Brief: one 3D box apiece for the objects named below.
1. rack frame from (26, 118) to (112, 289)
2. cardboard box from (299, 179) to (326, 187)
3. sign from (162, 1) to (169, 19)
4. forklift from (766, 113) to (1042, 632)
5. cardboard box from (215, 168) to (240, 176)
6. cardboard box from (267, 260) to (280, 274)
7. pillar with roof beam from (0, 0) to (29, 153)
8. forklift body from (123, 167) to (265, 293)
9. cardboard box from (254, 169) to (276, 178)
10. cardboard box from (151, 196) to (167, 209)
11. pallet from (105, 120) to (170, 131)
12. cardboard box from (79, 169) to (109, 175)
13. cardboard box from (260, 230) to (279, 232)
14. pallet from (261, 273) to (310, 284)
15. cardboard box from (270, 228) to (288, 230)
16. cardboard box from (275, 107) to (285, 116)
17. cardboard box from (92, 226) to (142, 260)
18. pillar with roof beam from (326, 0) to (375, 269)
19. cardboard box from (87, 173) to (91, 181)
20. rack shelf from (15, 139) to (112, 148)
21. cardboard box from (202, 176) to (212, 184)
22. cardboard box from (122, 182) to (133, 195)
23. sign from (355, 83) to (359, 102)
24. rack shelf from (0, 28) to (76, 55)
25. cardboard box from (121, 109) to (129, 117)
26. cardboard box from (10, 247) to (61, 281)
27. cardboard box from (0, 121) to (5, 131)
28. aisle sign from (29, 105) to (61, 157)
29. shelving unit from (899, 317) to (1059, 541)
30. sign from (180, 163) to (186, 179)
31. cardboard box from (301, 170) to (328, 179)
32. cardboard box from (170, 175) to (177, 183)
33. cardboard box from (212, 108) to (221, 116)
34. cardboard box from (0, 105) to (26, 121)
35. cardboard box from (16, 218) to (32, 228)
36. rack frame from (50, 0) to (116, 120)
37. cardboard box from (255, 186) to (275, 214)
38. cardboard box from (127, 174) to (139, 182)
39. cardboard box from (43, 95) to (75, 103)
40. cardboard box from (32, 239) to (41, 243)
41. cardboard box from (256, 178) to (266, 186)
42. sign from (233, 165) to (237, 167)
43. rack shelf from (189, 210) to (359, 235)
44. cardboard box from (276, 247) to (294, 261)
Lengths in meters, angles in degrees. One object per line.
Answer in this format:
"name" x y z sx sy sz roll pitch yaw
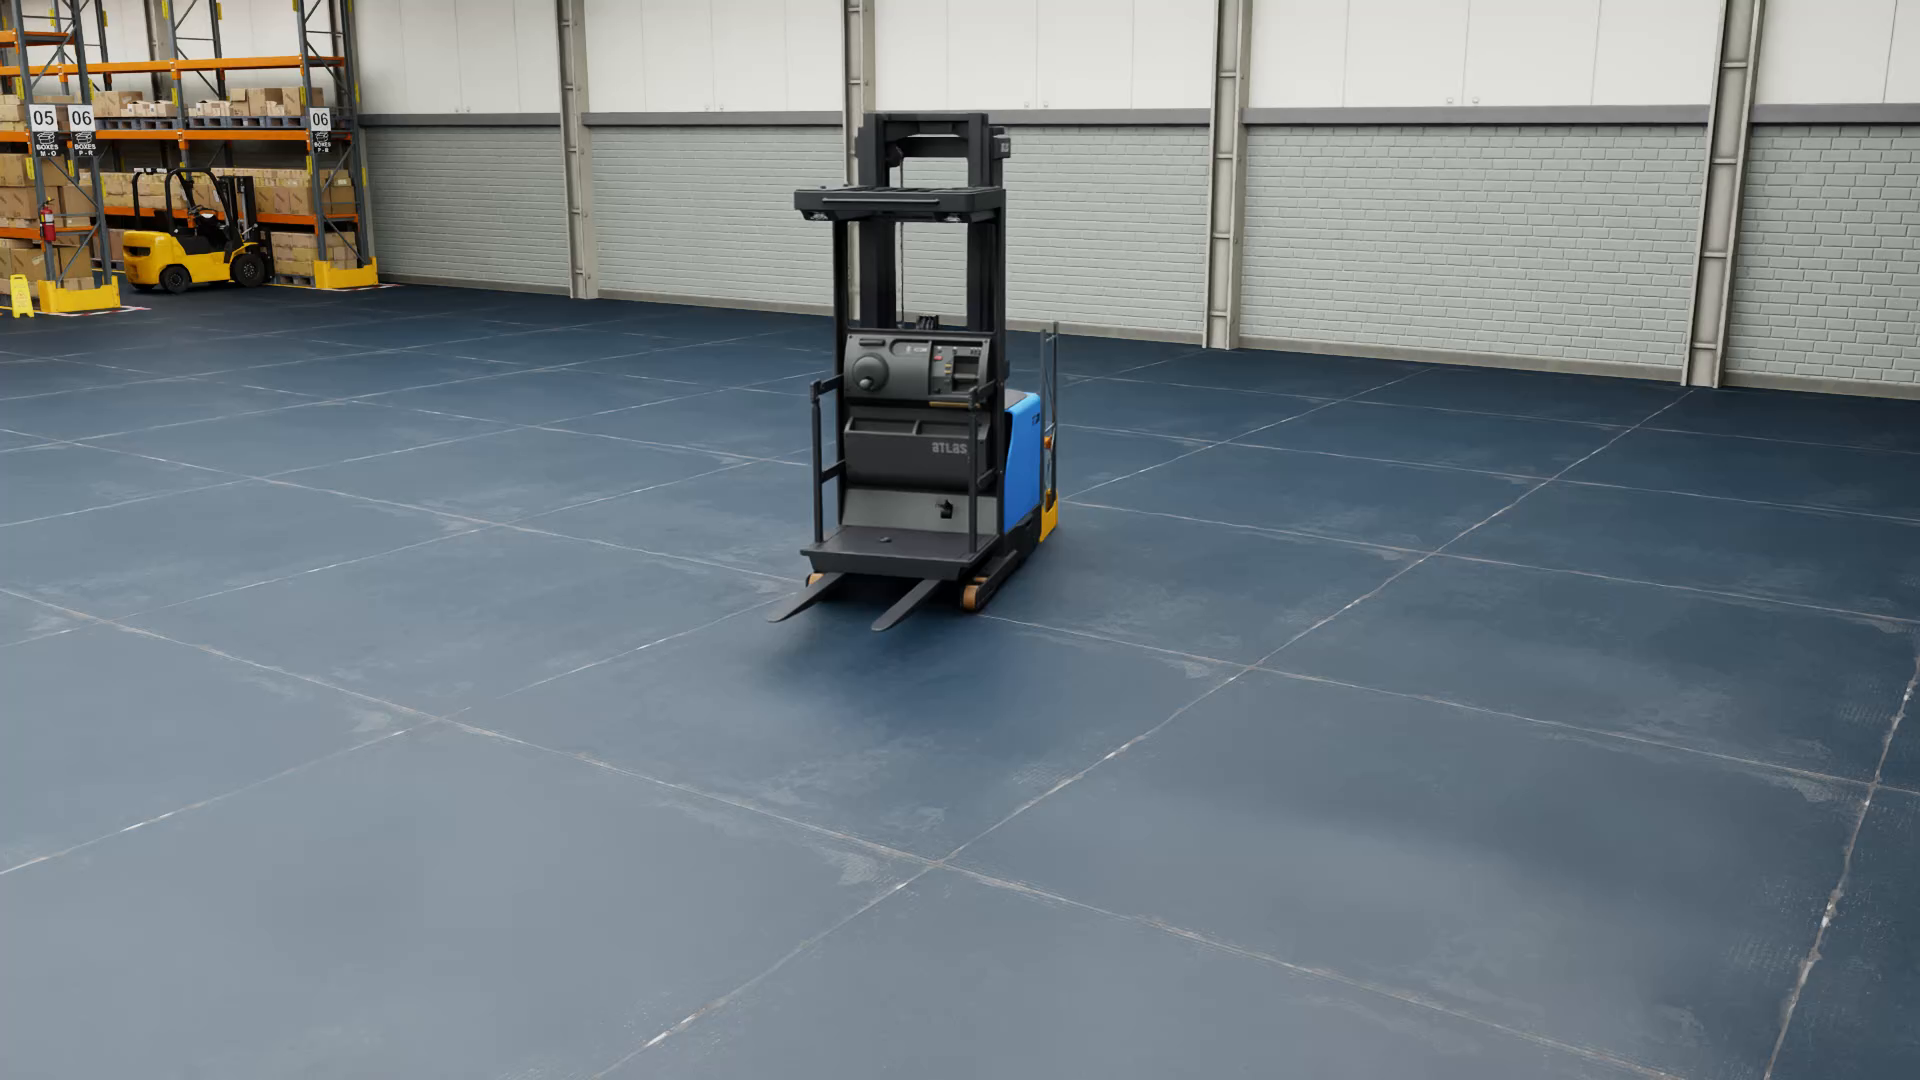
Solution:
"rack frame" -14.148 -5.178 26.500 0.127 3.000 1.000 9 17 33
"cardboard box" -11.825 -6.523 30.372 0.250 0.149 0.380 9 17 34
"sign" -14.993 -9.999 31.380 0.005 0.325 0.100 9 17 33
"forklift" -0.325 -1.092 10.135 1.130 2.935 3.031 4 14 15
"cardboard box" -13.960 -7.006 31.707 0.250 0.149 0.380 10 17 34
"cardboard box" -12.764 -5.175 31.335 0.500 0.250 0.500 9 17 33
"pillar with roof beam" -23.815 -10.105 33.915 0.400 9.000 9.100 9 17 33
"forklift body" -13.972 -5.647 30.159 1.214 2.155 2.313 9 17 33
"cardboard box" -12.910 -6.834 31.009 0.250 0.149 0.380 10 17 34
"cardboard box" -15.684 -6.714 33.015 0.500 0.250 0.500 9 17 32
"pallet" -16.476 -8.383 33.597 1.213 0.211 1.003 10 17 35
"cardboard box" -18.359 -7.594 35.176 0.500 0.500 0.500 10 17 35
"cardboard box" -13.204 -5.725 31.475 0.500 0.250 0.500 9 16 32
"pallet" -13.047 -5.073 31.877 1.213 0.211 1.003 9 17 33
"cardboard box" -13.342 -5.897 32.168 0.500 0.250 0.500 9 17 33
"cardboard box" -12.238 -7.806 30.311 0.250 0.149 0.380 9 16 31
"cardboard box" -17.509 -6.206 34.720 0.625 0.625 0.875 10 17 35
"pillar with roof beam" -13.858 -8.495 27.414 0.400 9.000 9.100 9 17 33
"cardboard box" -17.696 -7.468 34.190 0.250 0.149 0.380 10 17 34
"rack shelf" -19.678 -8.616 35.643 4.000 0.370 1.077 9 17 33
"cardboard box" -14.366 -6.939 32.053 0.250 0.149 0.380 10 17 34
"cardboard box" -16.510 -7.098 33.528 0.500 0.250 0.500 9 17 34
"sign" -11.066 -8.197 30.468 0.005 0.325 0.100 9 17 33
"rack shelf" -15.807 -8.008 26.949 4.000 0.370 1.077 9 17 33
"cardboard box" -16.421 -8.482 33.043 0.250 0.149 0.380 9 16 32
"cardboard box" -14.958 -4.467 26.913 0.500 0.500 0.500 9 17 33
"cardboard box" -15.026 -6.574 26.417 0.250 0.149 0.380 10 17 34
"aisle sign" -14.258 -6.374 25.920 0.004 0.787 0.394 9 17 33
"shelving unit" 0.131 -0.816 12.000 1.083 1.500 0.587 3 14 14
"sign" -14.994 -7.119 32.095 0.005 0.325 0.100 9 17 33
"cardboard box" -11.795 -6.682 30.398 0.250 0.149 0.380 9 17 33
"cardboard box" -15.331 -7.101 32.708 0.250 0.149 0.380 9 16 32
"cardboard box" -13.859 -8.068 31.370 0.250 0.149 0.380 10 17 34
"cardboard box" -14.723 -6.721 26.182 0.500 0.250 0.500 9 16 32
"cardboard box" -14.850 -5.076 26.608 0.250 0.149 0.380 9 16 32
"rack frame" -18.019 -10.154 34.113 0.127 3.000 1.000 9 17 33
"cardboard box" -12.786 -6.371 31.109 0.500 0.500 0.500 9 16 32
"cardboard box" -16.447 -7.255 33.332 0.250 0.149 0.380 9 16 31
"cardboard box" -14.329 -6.988 26.430 0.250 0.149 0.380 9 17 32
"cardboard box" -19.776 -6.451 35.967 0.500 0.500 0.500 8 16 31
"cardboard box" -12.903 -6.690 31.047 0.250 0.149 0.380 9 17 33
"sign" -14.391 -7.275 33.001 0.005 0.325 0.100 9 17 33
"rack shelf" -13.040 -6.088 31.670 4.000 0.370 1.077 9 17 33
"cardboard box" -12.369 -5.353 31.012 0.500 0.250 0.500 9 17 32
